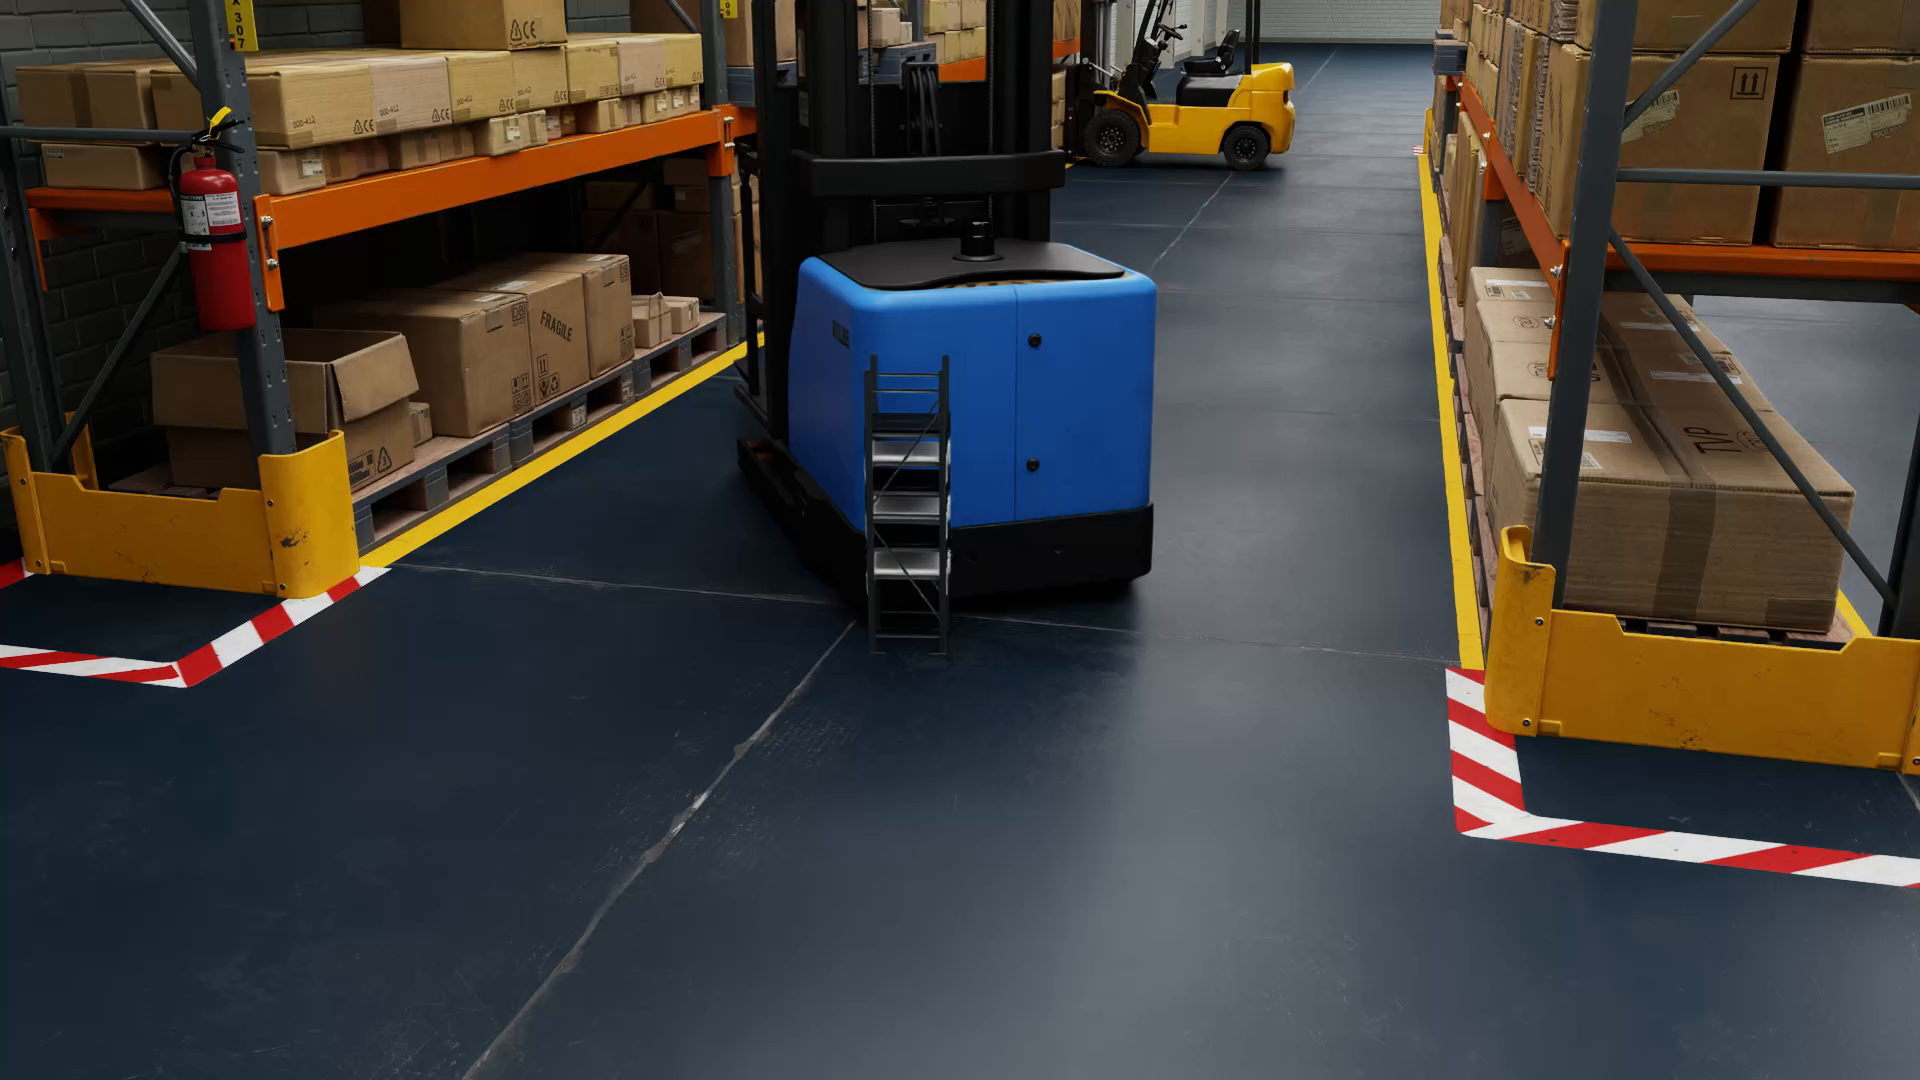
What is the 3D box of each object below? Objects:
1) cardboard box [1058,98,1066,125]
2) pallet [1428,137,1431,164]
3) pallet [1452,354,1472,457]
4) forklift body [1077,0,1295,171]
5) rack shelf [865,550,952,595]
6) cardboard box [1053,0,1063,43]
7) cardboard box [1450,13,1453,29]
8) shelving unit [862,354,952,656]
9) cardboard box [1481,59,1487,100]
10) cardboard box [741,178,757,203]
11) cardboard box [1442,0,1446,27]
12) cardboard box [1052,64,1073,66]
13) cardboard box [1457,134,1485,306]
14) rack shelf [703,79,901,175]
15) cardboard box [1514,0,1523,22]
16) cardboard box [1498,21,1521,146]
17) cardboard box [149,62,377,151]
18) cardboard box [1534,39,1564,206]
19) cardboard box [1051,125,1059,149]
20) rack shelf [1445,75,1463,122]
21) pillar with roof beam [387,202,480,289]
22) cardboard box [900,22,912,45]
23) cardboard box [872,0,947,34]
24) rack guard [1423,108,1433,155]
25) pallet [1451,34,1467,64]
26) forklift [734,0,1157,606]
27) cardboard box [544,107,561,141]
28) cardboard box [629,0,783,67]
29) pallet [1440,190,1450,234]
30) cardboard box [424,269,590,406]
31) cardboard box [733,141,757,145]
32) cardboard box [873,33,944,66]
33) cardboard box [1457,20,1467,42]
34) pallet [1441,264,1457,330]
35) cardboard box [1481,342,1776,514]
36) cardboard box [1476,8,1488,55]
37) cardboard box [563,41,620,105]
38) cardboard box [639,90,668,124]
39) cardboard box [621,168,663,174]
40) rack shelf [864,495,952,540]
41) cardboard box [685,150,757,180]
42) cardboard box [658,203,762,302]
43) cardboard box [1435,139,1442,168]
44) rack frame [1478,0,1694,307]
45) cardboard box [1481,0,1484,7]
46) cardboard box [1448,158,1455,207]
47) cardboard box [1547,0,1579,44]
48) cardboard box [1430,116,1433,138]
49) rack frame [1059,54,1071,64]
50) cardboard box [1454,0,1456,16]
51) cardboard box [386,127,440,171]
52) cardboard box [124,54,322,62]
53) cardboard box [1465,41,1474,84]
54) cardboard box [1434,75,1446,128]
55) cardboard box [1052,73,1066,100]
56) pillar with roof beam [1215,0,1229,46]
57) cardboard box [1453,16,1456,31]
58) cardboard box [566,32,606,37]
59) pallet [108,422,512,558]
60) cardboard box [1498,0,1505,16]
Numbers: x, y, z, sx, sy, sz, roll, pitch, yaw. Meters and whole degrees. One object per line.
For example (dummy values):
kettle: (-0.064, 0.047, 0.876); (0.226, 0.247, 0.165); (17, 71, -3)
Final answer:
cardboard box: (0.875, -4.629, 17.929); (0.500, 0.250, 0.500); (4, 19, 13)
pallet: (5.742, -4.320, 18.510); (1.003, 0.211, 1.213); (5, 19, 13)
pallet: (2.800, -0.603, 7.625); (1.003, 0.211, 1.213); (5, 19, 13)
forklift body: (2.485, -5.166, 17.986); (2.313, 2.155, 1.214); (5, 19, 13)
rack shelf: (-0.158, 0.099, 5.165); (0.258, 0.077, 0.200); (1, 19, 2)
cardboard box: (0.798, -5.542, 17.617); (0.500, 0.500, 0.500); (4, 19, 13)
cardboard box: (4.884, -5.009, 15.597); (0.500, 0.500, 0.500); (4, 19, 12)
shelving unit: (-0.158, -0.103, 5.096); (0.258, 0.900, 0.210); (1, 19, 2)
cardboard box: (3.194, -2.560, 9.274); (0.500, 0.250, 0.500); (4, 19, 12)
cardboard box: (-1.414, -2.052, 9.770); (0.380, 0.149, 0.250); (4, 19, 12)
cardboard box: (5.362, -5.655, 17.487); (0.500, 0.500, 0.500); (4, 19, 12)
cardboard box: (1.369, -5.508, 19.731); (0.500, 0.250, 0.500); (5, 20, 15)
cardboard box: (3.349, -1.832, 9.548); (0.875, 0.875, 0.875); (5, 20, 15)
rack shelf: (-1.264, -2.832, 10.950); (1.077, 0.370, 4.000); (5, 19, 13)
cardboard box: (2.581, -2.387, 6.834); (0.500, 0.500, 0.500); (4, 19, 13)
cardboard box: (2.566, -1.918, 7.007); (0.500, 0.500, 0.500); (5, 19, 14)
cardboard box: (-2.358, -1.482, 5.658); (0.500, 0.250, 0.500); (5, 19, 14)
cardboard box: (2.083, -1.276, 5.129); (0.500, 0.500, 0.500); (4, 19, 12)
cardboard box: (0.750, -4.236, 17.553); (0.500, 0.250, 0.500); (4, 19, 12)
rack shelf: (4.528, -3.695, 13.477); (1.077, 0.370, 4.000); (5, 19, 13)
pillar with roof beam: (1.378, -4.897, 6.603); (9.100, 9.000, 0.400); (5, 19, 13)
cardboard box: (-0.564, -3.643, 11.950); (0.380, 0.149, 0.250); (5, 19, 14)
cardboard box: (-0.406, -4.082, 12.958); (0.500, 0.250, 0.500); (5, 19, 13)
rack guard: (5.975, -4.709, 19.200); (1.175, 0.500, 0.348); (5, 19, 13)
pallet: (4.483, -3.941, 13.382); (1.003, 0.211, 1.213); (5, 19, 13)
forklift: (-0.291, -1.614, 6.378); (1.130, 2.935, 3.031); (-6, 20, -17)
cardboard box: (-1.980, -1.824, 7.276); (0.380, 0.149, 0.250); (5, 19, 13)
cardboard box: (-1.417, -2.925, 9.307); (0.700, 0.500, 0.500); (5, 20, 15)
pallet: (4.531, -2.715, 13.808); (1.003, 0.211, 1.213); (5, 19, 13)
cardboard box: (-2.016, -0.914, 7.441); (0.500, 0.500, 0.500); (5, 19, 14)
cardboard box: (-1.435, -2.740, 11.782); (0.380, 0.149, 0.250); (4, 19, 11)
cardboard box: (-0.430, -3.848, 13.044); (0.500, 0.250, 0.500); (5, 19, 14)
cardboard box: (3.904, -3.782, 12.357); (0.380, 0.149, 0.250); (4, 19, 13)
pallet: (3.473, -1.466, 10.154); (1.003, 0.211, 1.213); (5, 19, 13)
cardboard box: (2.364, -0.389, 6.001); (0.875, 0.438, 0.875); (5, 20, 15)
cardboard box: (3.278, -2.959, 9.670); (0.500, 0.250, 0.500); (5, 19, 14)
cardboard box: (-1.883, -2.123, 7.533); (0.500, 0.250, 0.500); (5, 19, 13)
cardboard box: (-1.668, -2.140, 8.200); (0.380, 0.149, 0.250); (5, 20, 15)
cardboard box: (-1.832, -2.166, 10.102); (0.380, 0.149, 0.250); (5, 19, 14)
rack shelf: (-0.158, -0.072, 5.107); (0.258, 0.077, 0.200); (1, 19, 2)
cardboard box: (-1.390, -2.185, 9.699); (0.380, 0.149, 0.250); (4, 19, 11)
cardboard box: (-1.416, -1.695, 9.727); (0.500, 0.500, 0.500); (6, 20, 16)
cardboard box: (4.900, -3.766, 16.177); (0.500, 0.250, 0.500); (6, 20, 16)
rack frame: (3.062, -2.154, 7.854); (1.000, 3.000, 0.127); (5, 19, 13)
cardboard box: (3.428, -3.476, 10.023); (0.500, 0.500, 0.500); (5, 20, 15)
cardboard box: (4.359, -2.772, 13.077); (0.950, 0.372, 0.625); (4, 19, 12)
cardboard box: (2.071, -1.757, 4.990); (0.500, 0.500, 0.500); (5, 19, 14)
cardboard box: (5.528, -4.582, 18.566); (0.500, 0.250, 0.500); (4, 19, 13)
rack frame: (1.179, -6.306, 20.010); (1.000, 3.000, 0.127); (5, 19, 13)
cardboard box: (4.253, -4.452, 13.315); (0.500, 0.500, 0.500); (4, 19, 11)
cardboard box: (-2.214, -1.497, 6.318); (0.380, 0.149, 0.250); (5, 20, 15)
cardboard box: (-2.748, -1.688, 6.261); (0.500, 0.250, 0.500); (5, 19, 14)
cardboard box: (3.675, -3.204, 11.158); (0.500, 0.250, 0.500); (4, 19, 12)
cardboard box: (5.269, -4.609, 17.484); (0.500, 0.500, 0.500); (5, 19, 14)
cardboard box: (0.870, -4.867, 17.852); (0.500, 0.250, 0.500); (5, 20, 15)
pillar with roof beam: (11.640, -18.061, 45.144); (9.100, 9.000, 0.400); (5, 19, 13)
cardboard box: (4.505, -4.516, 14.507); (0.380, 0.149, 0.250); (5, 20, 14)
cardboard box: (-2.135, -2.481, 8.583); (0.500, 0.250, 0.500); (4, 19, 13)
pallet: (-2.517, -0.246, 6.580); (1.003, 0.211, 1.213); (5, 19, 13)
cardboard box: (2.927, -2.835, 8.145); (0.500, 0.500, 0.500); (5, 20, 15)
